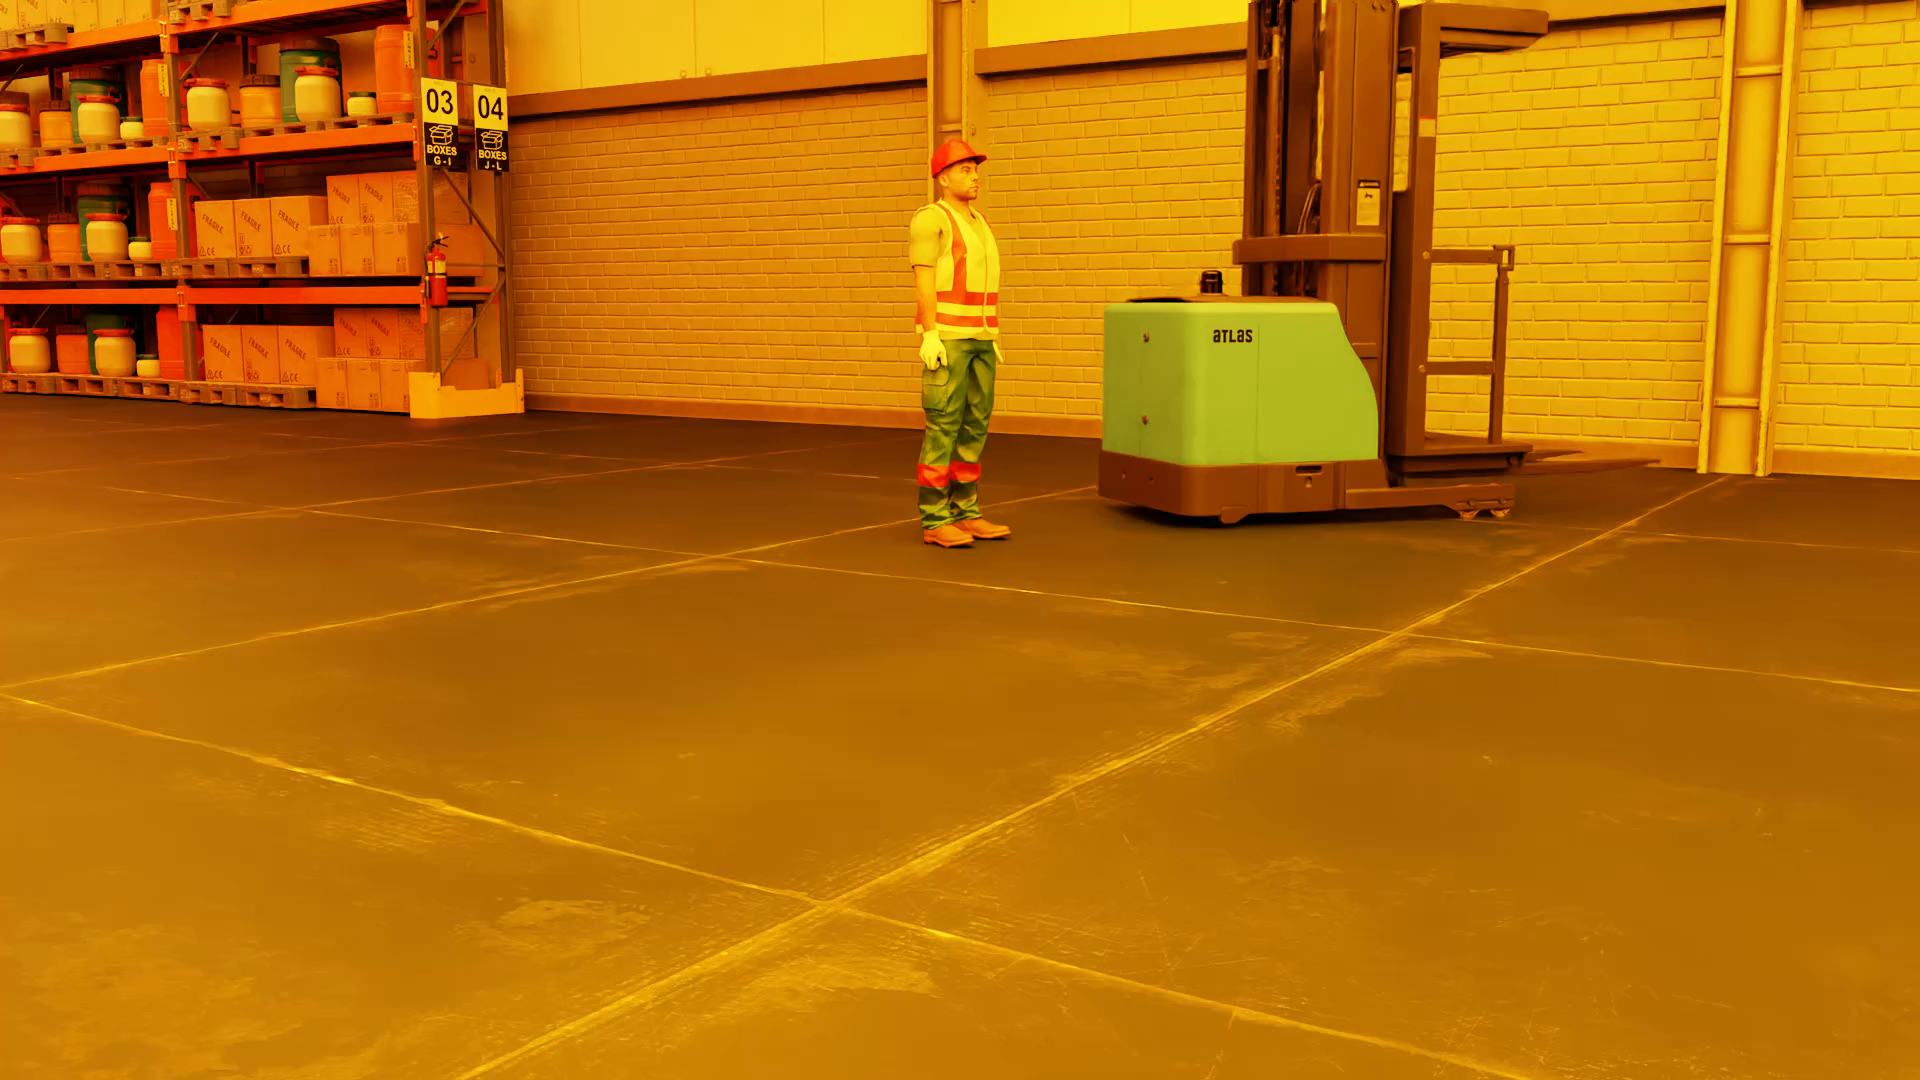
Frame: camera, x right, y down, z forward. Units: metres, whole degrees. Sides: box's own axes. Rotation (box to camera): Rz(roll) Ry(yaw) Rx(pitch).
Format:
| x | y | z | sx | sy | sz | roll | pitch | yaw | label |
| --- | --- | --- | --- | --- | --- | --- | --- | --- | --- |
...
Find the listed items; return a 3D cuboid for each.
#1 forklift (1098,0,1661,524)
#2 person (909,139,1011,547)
| x | y | z | sx | sy | sz | roll | pitch | yaw | label |
| --- | --- | --- | --- | --- | --- | --- | --- | --- | --- |
| 2.299 | -1.633 | 8.674 | 3.031 | 2.935 | 1.130 | -3 | 9 | -21 | forklift |
| 0.015 | -0.886 | 7.480 | 0.369 | 1.795 | 0.536 | 5 | 10 | 34 | person |
